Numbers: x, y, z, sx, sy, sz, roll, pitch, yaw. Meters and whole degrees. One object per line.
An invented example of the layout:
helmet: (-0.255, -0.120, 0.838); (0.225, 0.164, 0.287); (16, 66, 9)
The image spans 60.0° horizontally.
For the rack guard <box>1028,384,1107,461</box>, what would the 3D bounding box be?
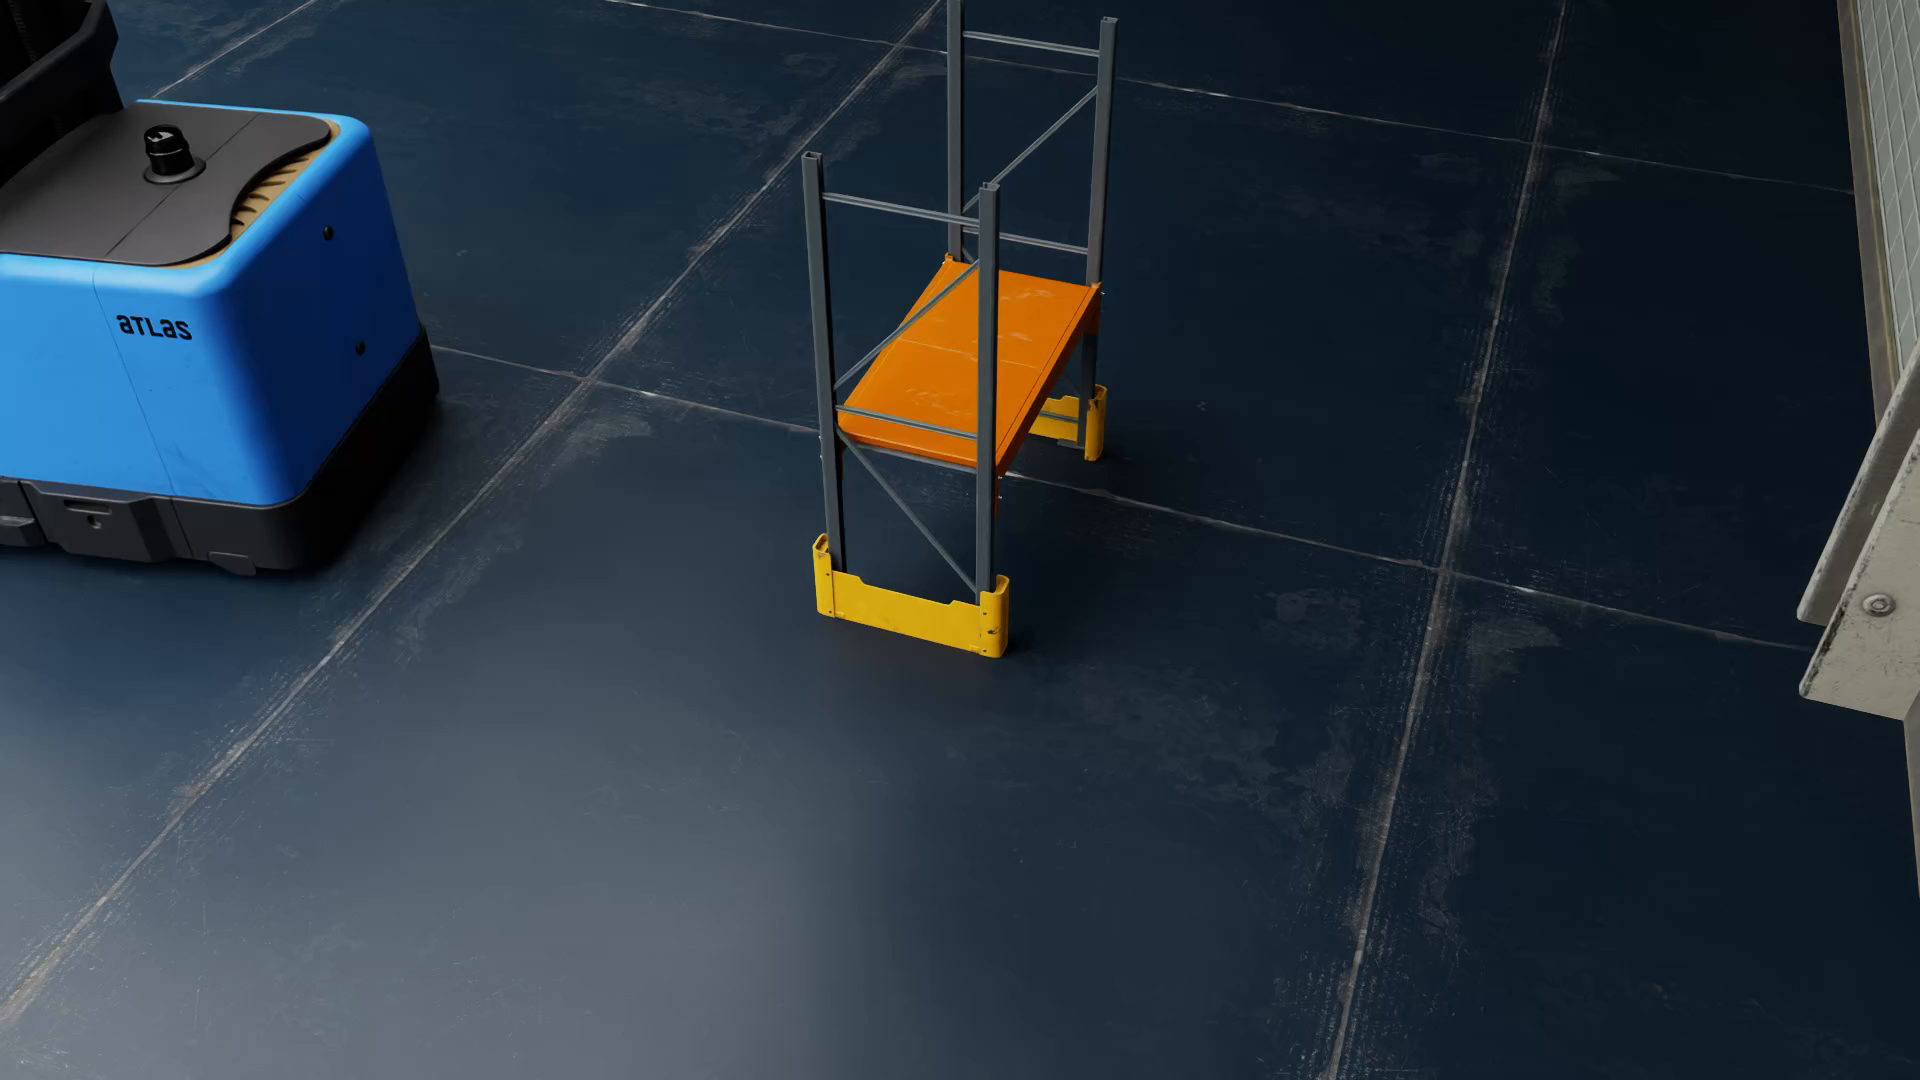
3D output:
rack guard: (0.196, -0.445, 5.579); (0.587, 0.250, 0.087); (13, 42, 15)

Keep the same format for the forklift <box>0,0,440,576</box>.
forklift: (-3.364, -1.460, 4.703); (3.031, 2.935, 1.130); (6, 41, 7)

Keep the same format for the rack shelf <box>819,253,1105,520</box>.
rack shelf: (0.029, -0.486, 4.941); (0.538, 0.185, 1.000); (13, 42, 15)

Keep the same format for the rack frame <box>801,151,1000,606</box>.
rack frame: (-0.145, -0.313, 4.461); (0.500, 1.500, 0.032); (13, 42, 15)

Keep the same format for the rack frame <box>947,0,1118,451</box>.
rack frame: (0.203, -0.933, 5.188); (0.500, 1.500, 0.032); (13, 42, 15)

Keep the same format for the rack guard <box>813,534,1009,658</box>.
rack guard: (-0.144, 0.162, 4.867); (0.587, 0.250, 0.087); (13, 42, 15)

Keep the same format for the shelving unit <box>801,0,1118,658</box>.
shelving unit: (0.026, -0.617, 4.818); (0.587, 1.500, 1.083); (13, 42, 15)
